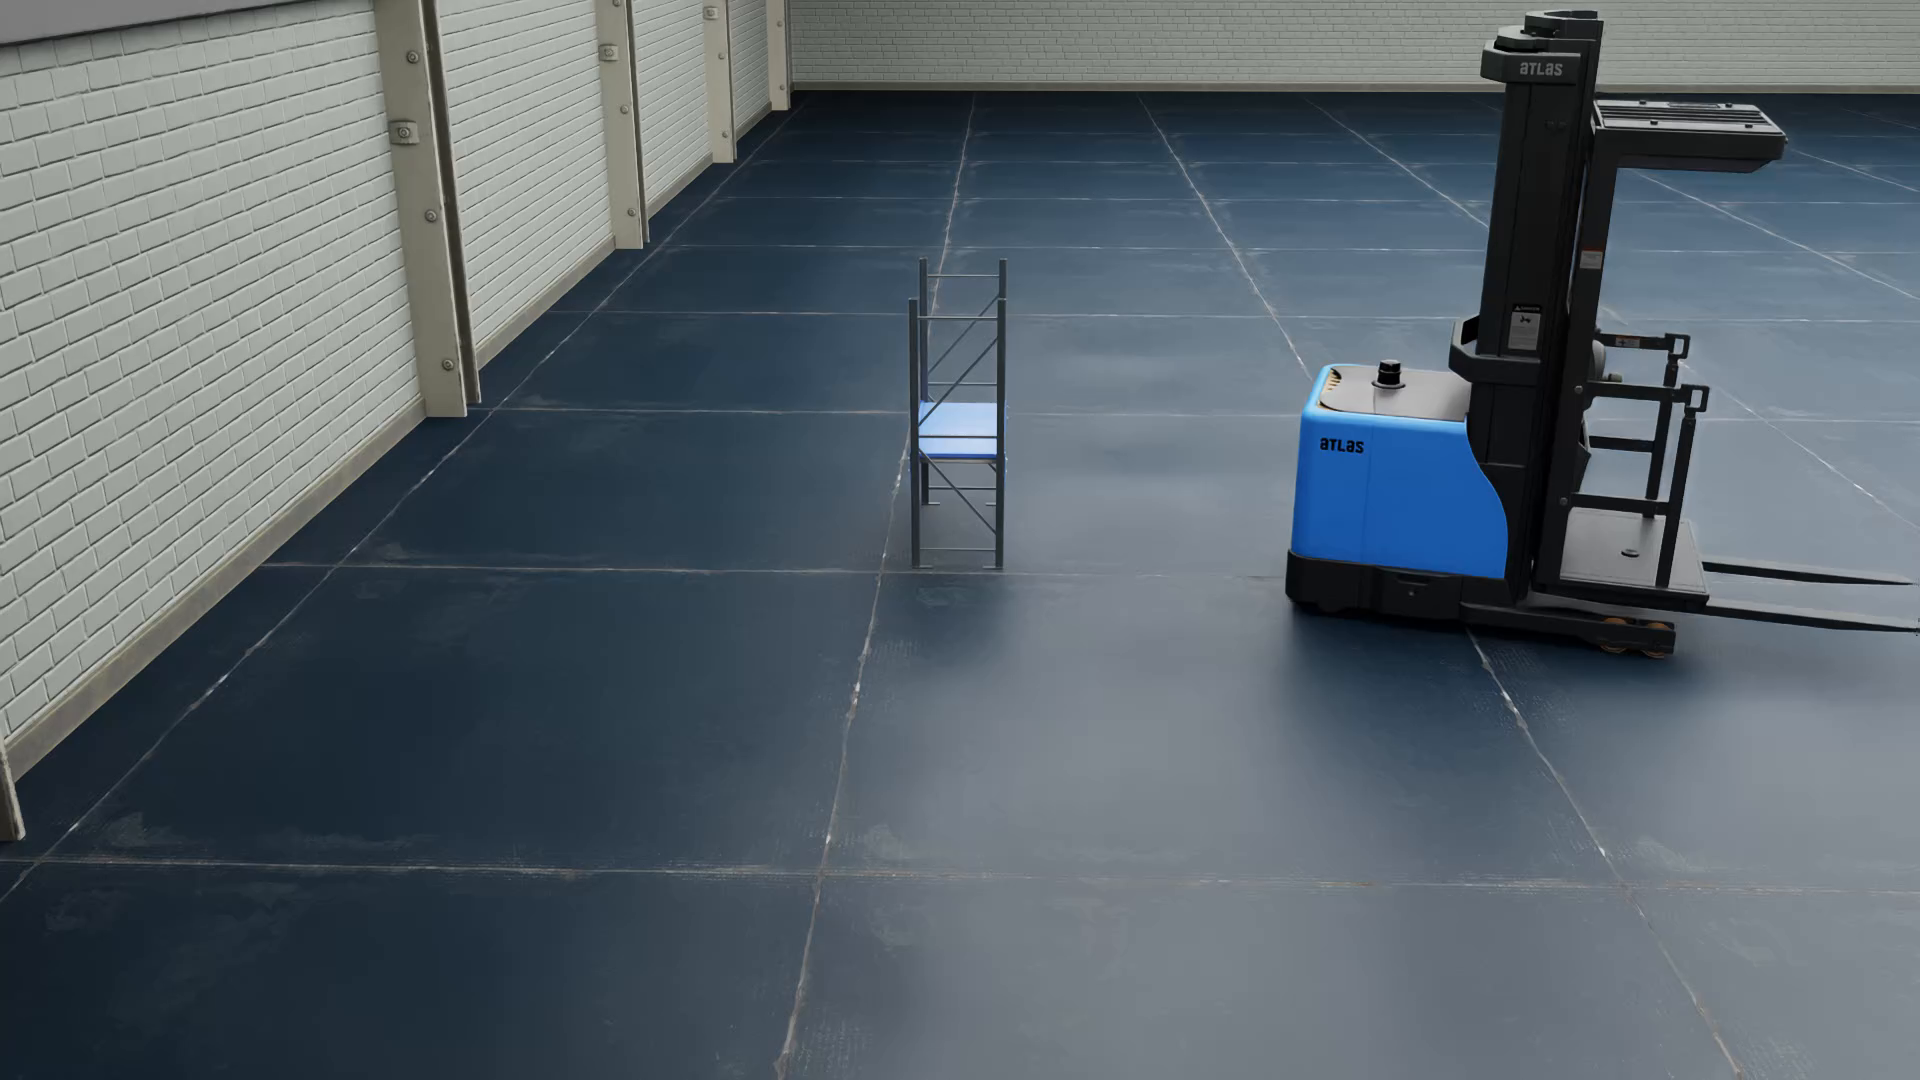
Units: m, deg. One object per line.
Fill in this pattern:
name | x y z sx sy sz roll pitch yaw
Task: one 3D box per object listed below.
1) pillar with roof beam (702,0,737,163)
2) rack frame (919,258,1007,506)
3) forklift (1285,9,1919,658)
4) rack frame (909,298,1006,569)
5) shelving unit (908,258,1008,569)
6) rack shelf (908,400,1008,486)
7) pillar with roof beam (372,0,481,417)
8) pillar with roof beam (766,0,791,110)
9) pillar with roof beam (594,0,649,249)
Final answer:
pillar with roof beam | 1.014 -9.431 21.395 9.100 9.000 0.400 1 21 2
rack frame | 0.018 -0.914 9.811 0.500 1.500 0.032 1 21 2
forklift | 3.261 -1.011 8.083 3.031 2.935 1.130 7 22 16
rack frame | -0.013 -0.546 8.863 0.500 1.500 0.032 1 21 2
shelving unit | 0.003 -0.730 9.337 0.538 1.500 1.048 1 21 2
rack shelf | 0.003 -0.562 9.402 0.538 0.185 1.000 1 21 2
pillar with roof beam | 0.649 -5.092 10.213 9.100 9.000 0.400 1 21 2
pillar with roof beam | 1.197 -11.600 26.986 9.100 9.000 0.400 1 21 2
pillar with roof beam | 0.832 -7.262 15.804 9.100 9.000 0.400 1 21 2
